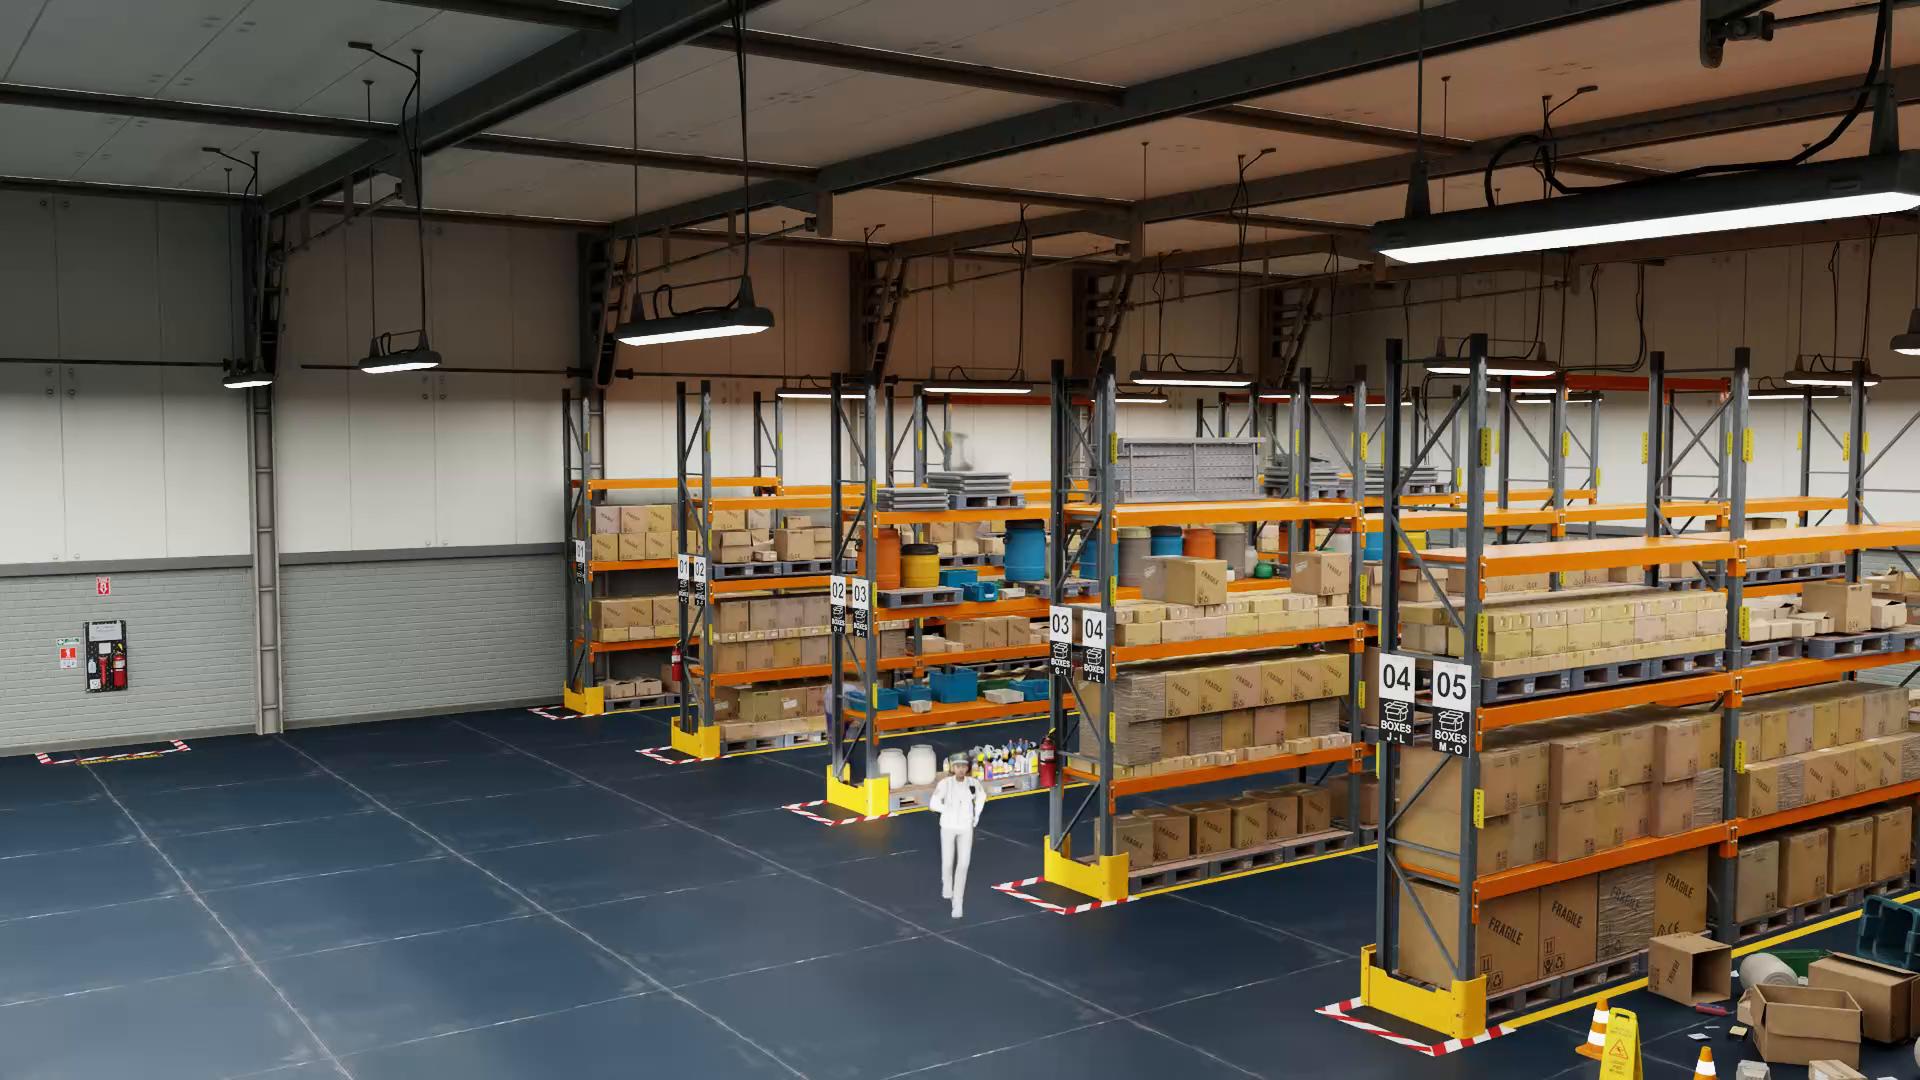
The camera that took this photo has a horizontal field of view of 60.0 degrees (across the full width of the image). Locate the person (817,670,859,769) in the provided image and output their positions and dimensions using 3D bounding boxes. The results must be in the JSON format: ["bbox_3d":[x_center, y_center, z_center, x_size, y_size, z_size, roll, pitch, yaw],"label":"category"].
[{"bbox_3d":[-1.839,2.754,24.935,0.582,1.695,0.680,3,5,43],"label":"person"}]

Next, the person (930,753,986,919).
[{"bbox_3d":[-0.019,3.159,18.063,0.618,1.745,0.845,0,4,-2],"label":"person"}]
